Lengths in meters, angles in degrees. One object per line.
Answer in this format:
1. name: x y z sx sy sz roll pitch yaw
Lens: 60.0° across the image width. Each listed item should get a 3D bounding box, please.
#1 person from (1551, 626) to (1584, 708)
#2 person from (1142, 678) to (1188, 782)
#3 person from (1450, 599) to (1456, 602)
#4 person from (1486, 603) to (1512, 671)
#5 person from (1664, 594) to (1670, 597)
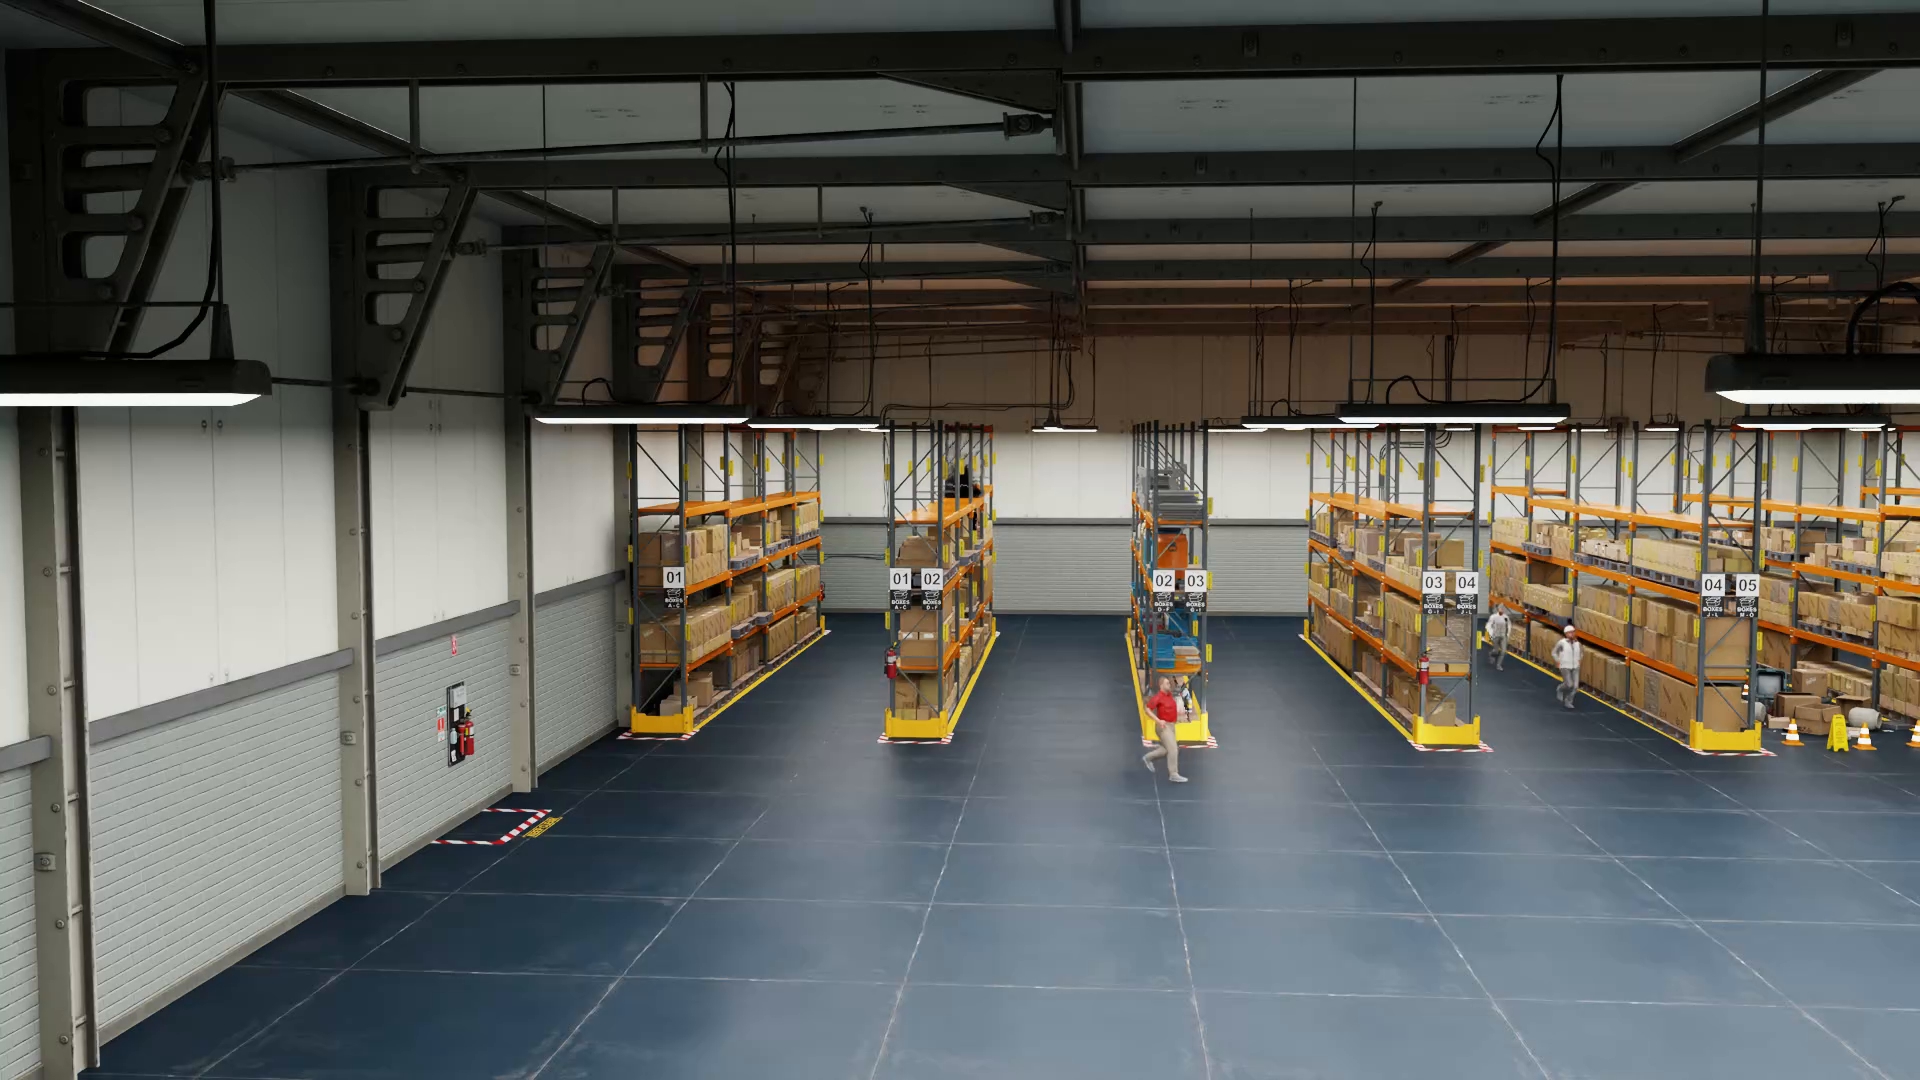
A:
1. person: 12.769 2.660 34.834 0.658 1.727 0.578 0 4 -5
2. person: 3.385 3.124 27.553 0.894 1.694 0.676 2 4 33
3. person: 13.295 2.037 45.089 0.674 1.675 0.561 0 4 0
4. person: 13.153 2.341 40.604 0.607 1.648 0.591 0 4 2
5. person: 20.193 1.913 47.279 0.718 1.525 0.665 2 4 33
